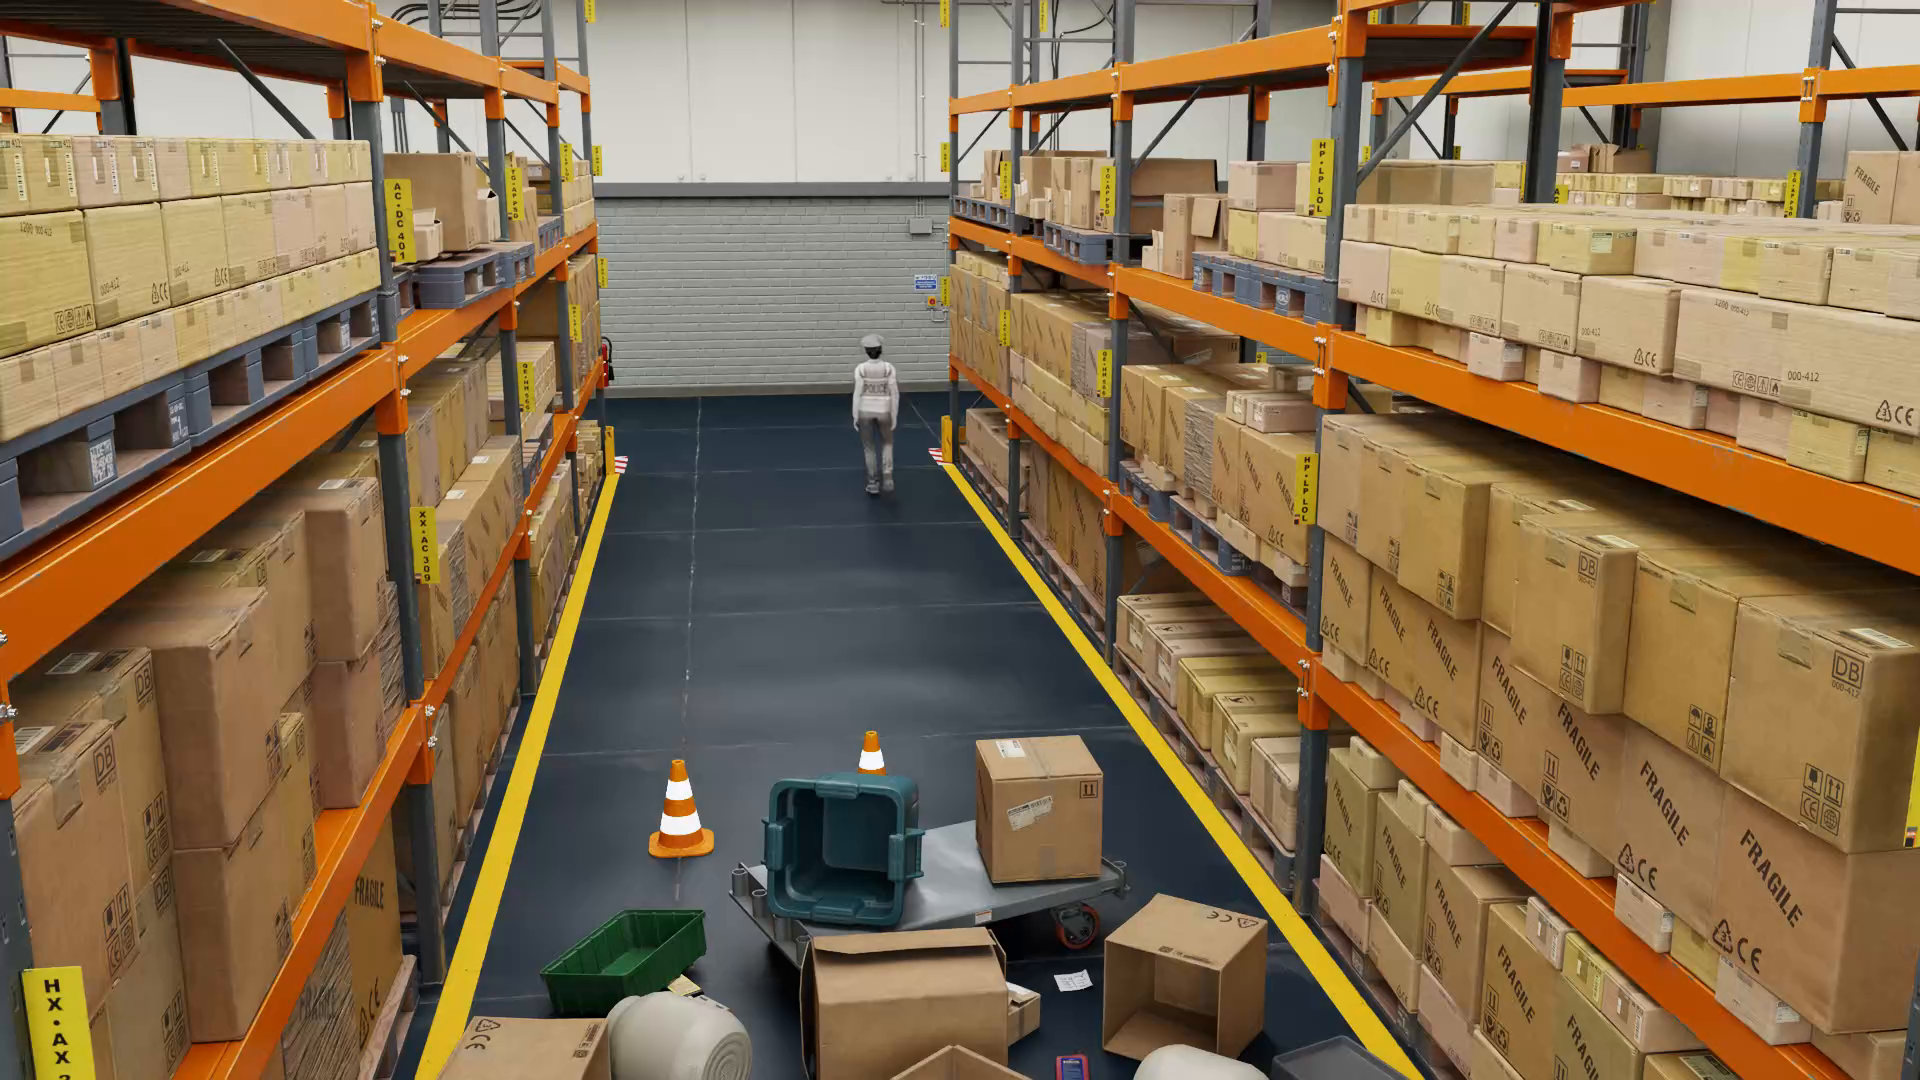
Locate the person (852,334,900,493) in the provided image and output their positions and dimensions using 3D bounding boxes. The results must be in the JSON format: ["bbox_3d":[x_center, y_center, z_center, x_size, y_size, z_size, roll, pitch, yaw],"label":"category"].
[{"bbox_3d":[-0.869,-1.306,17.365,0.478,1.678,0.503,-2,13,-8],"label":"person"}]
